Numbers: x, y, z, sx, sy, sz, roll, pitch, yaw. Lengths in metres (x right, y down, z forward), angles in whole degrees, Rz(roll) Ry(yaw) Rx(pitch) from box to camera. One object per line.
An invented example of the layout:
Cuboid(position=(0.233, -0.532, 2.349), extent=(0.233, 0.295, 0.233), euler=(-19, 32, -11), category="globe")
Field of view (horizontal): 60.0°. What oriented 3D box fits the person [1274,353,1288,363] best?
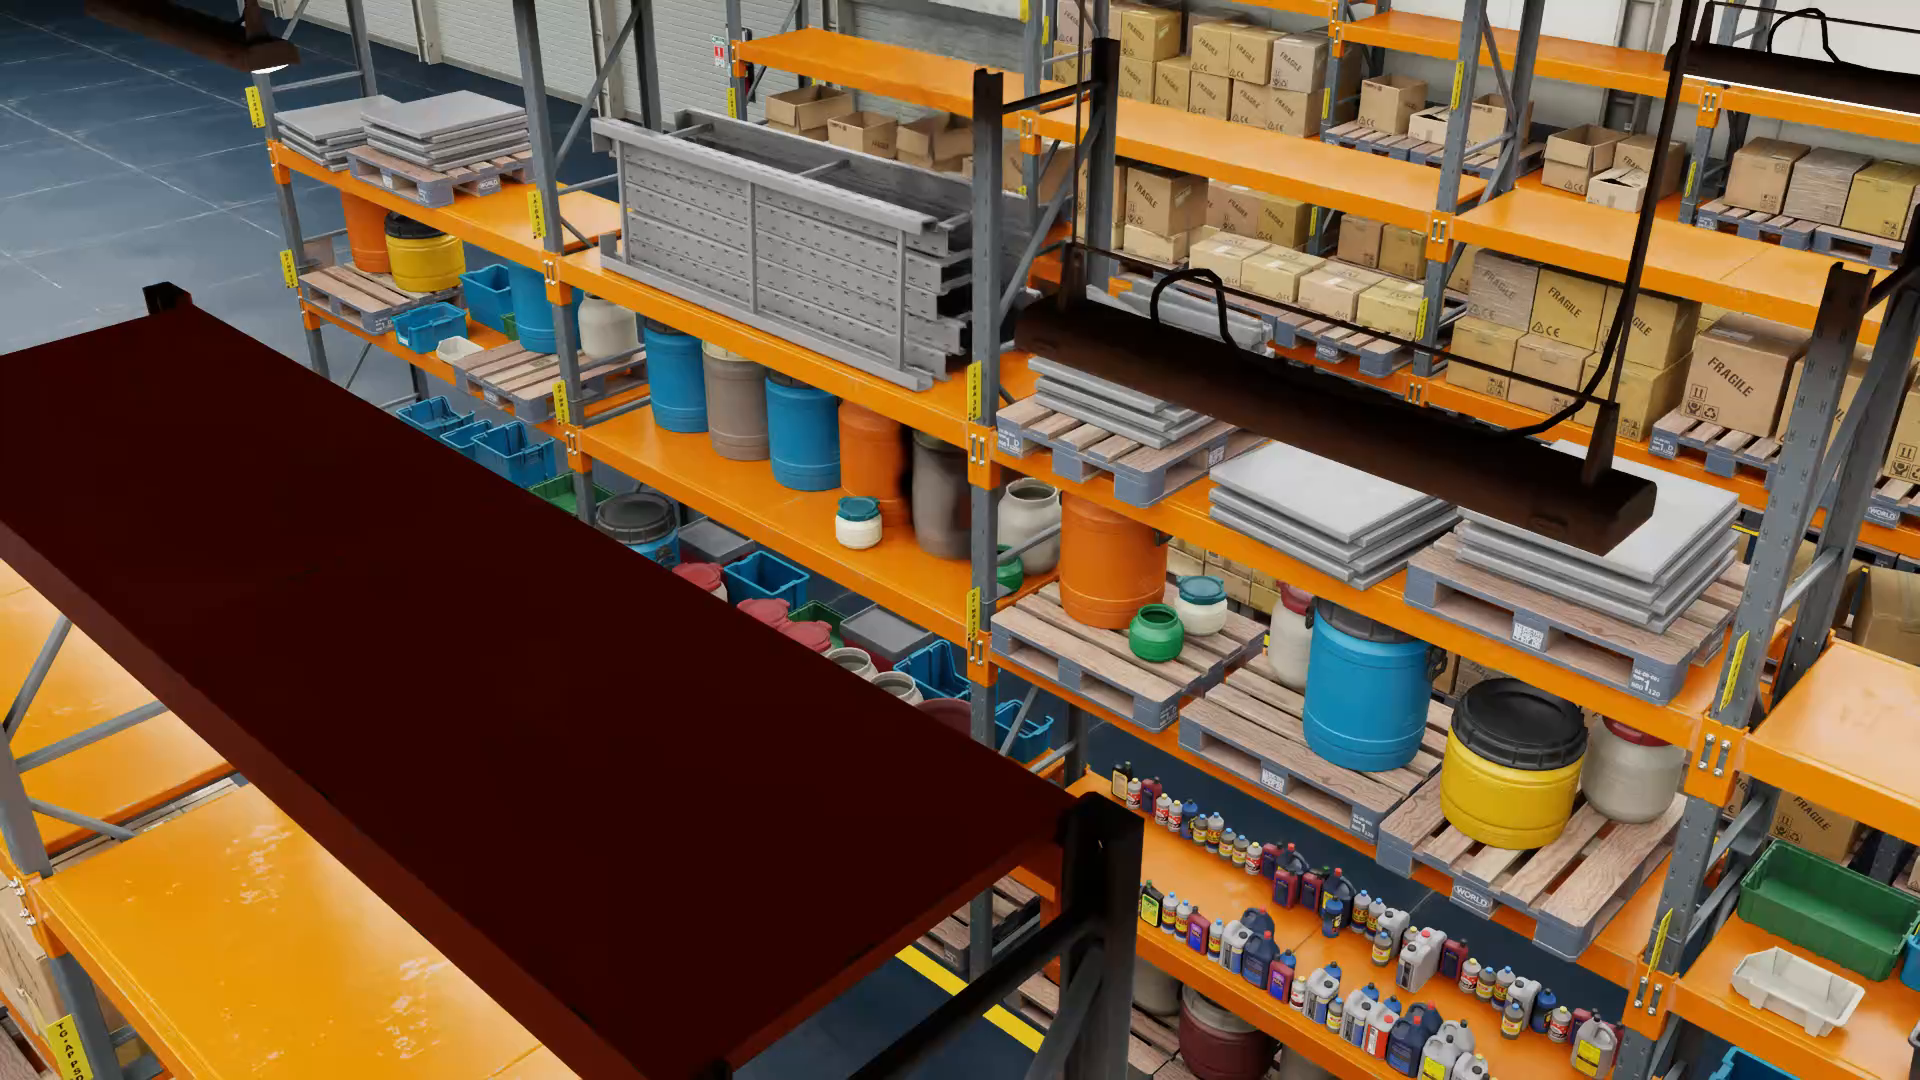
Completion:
Cuboid(position=(3.101, -1.241, 16.675), extent=(0.938, 1.685, 0.575), euler=(25, 38, 37), category="person")
